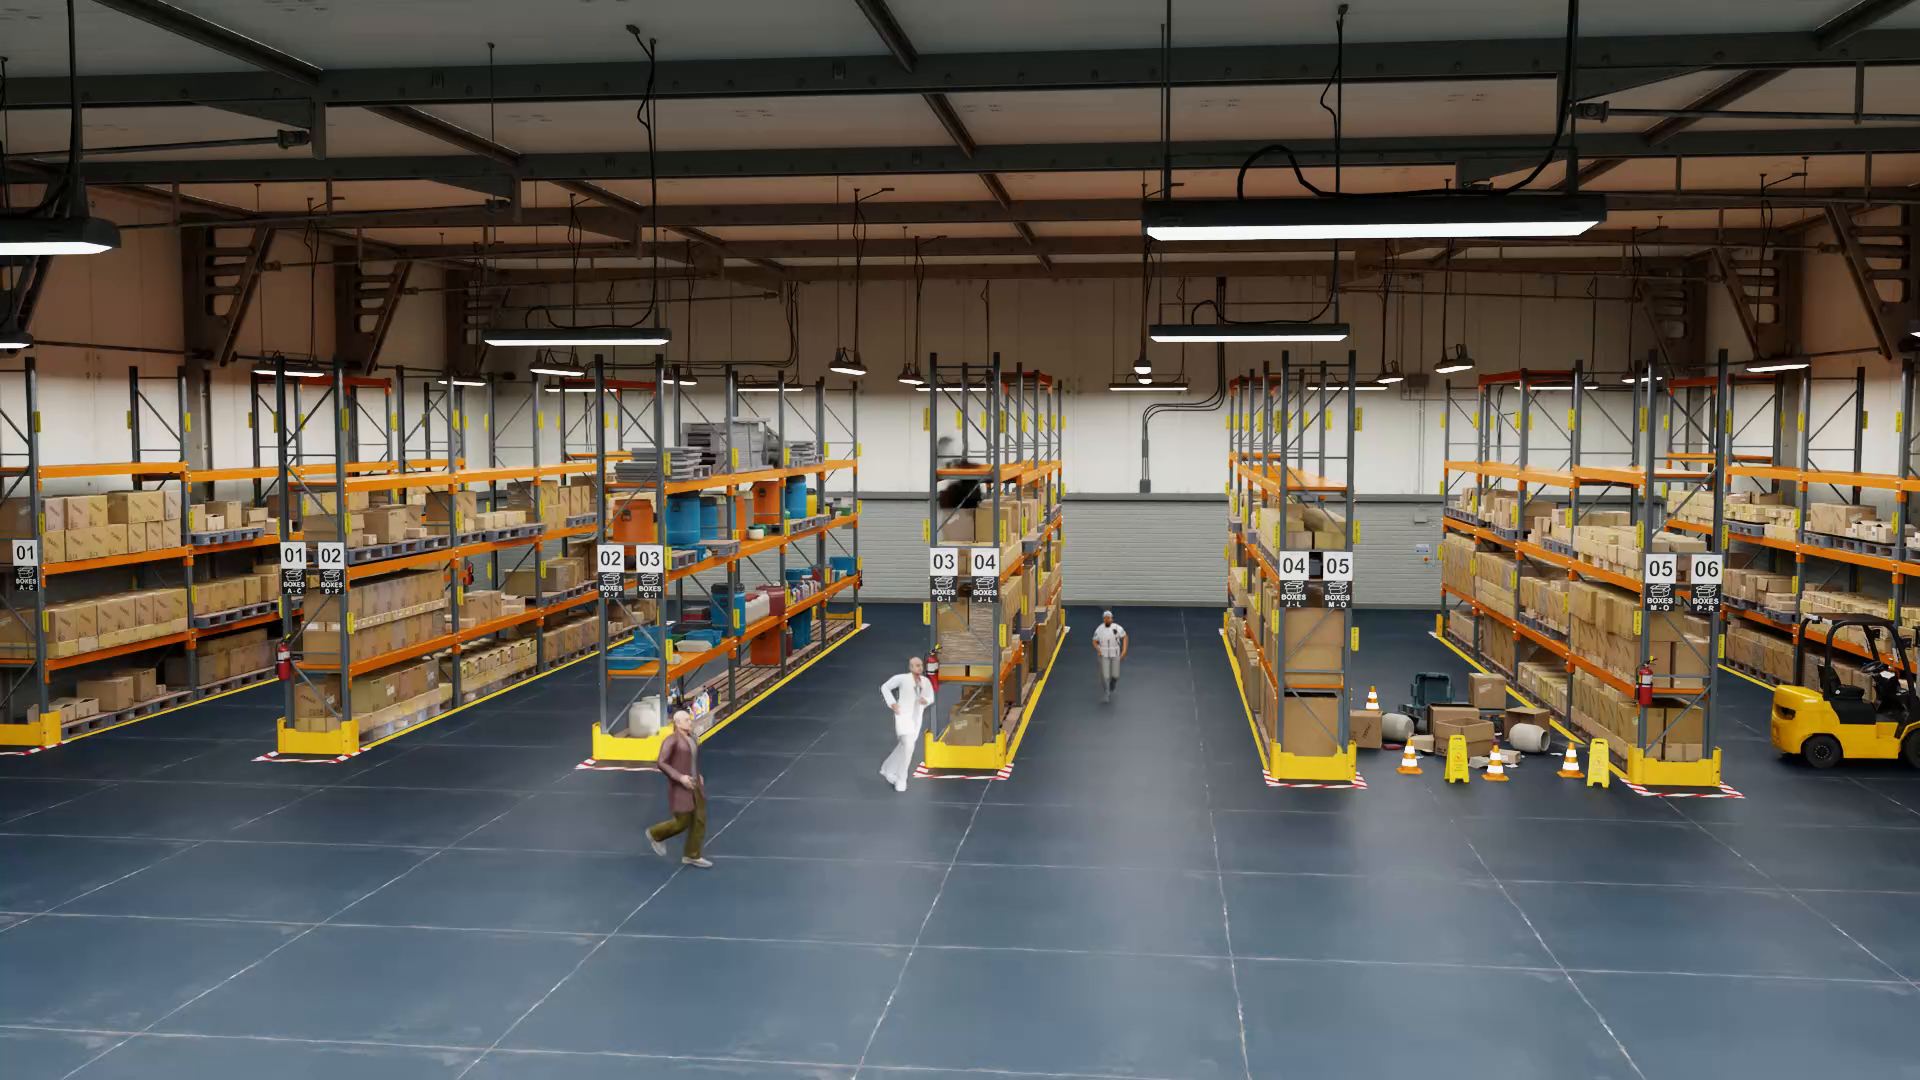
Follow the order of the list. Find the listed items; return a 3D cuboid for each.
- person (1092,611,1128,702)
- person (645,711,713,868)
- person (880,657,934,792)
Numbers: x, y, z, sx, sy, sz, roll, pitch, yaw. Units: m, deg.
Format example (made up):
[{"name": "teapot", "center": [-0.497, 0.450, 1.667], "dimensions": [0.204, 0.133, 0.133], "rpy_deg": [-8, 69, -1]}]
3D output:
[{"name": "person", "center": [2.692, 2.090, 29.891], "dimensions": [0.633, 1.634, 0.596], "rpy_deg": [1, 4, 7]}, {"name": "person", "center": [-3.179, 2.804, 18.828], "dimensions": [0.833, 1.760, 0.718], "rpy_deg": [2, 5, 27]}, {"name": "person", "center": [-0.727, 2.569, 22.950], "dimensions": [0.694, 1.747, 0.753], "rpy_deg": [-3, 5, -40]}]
